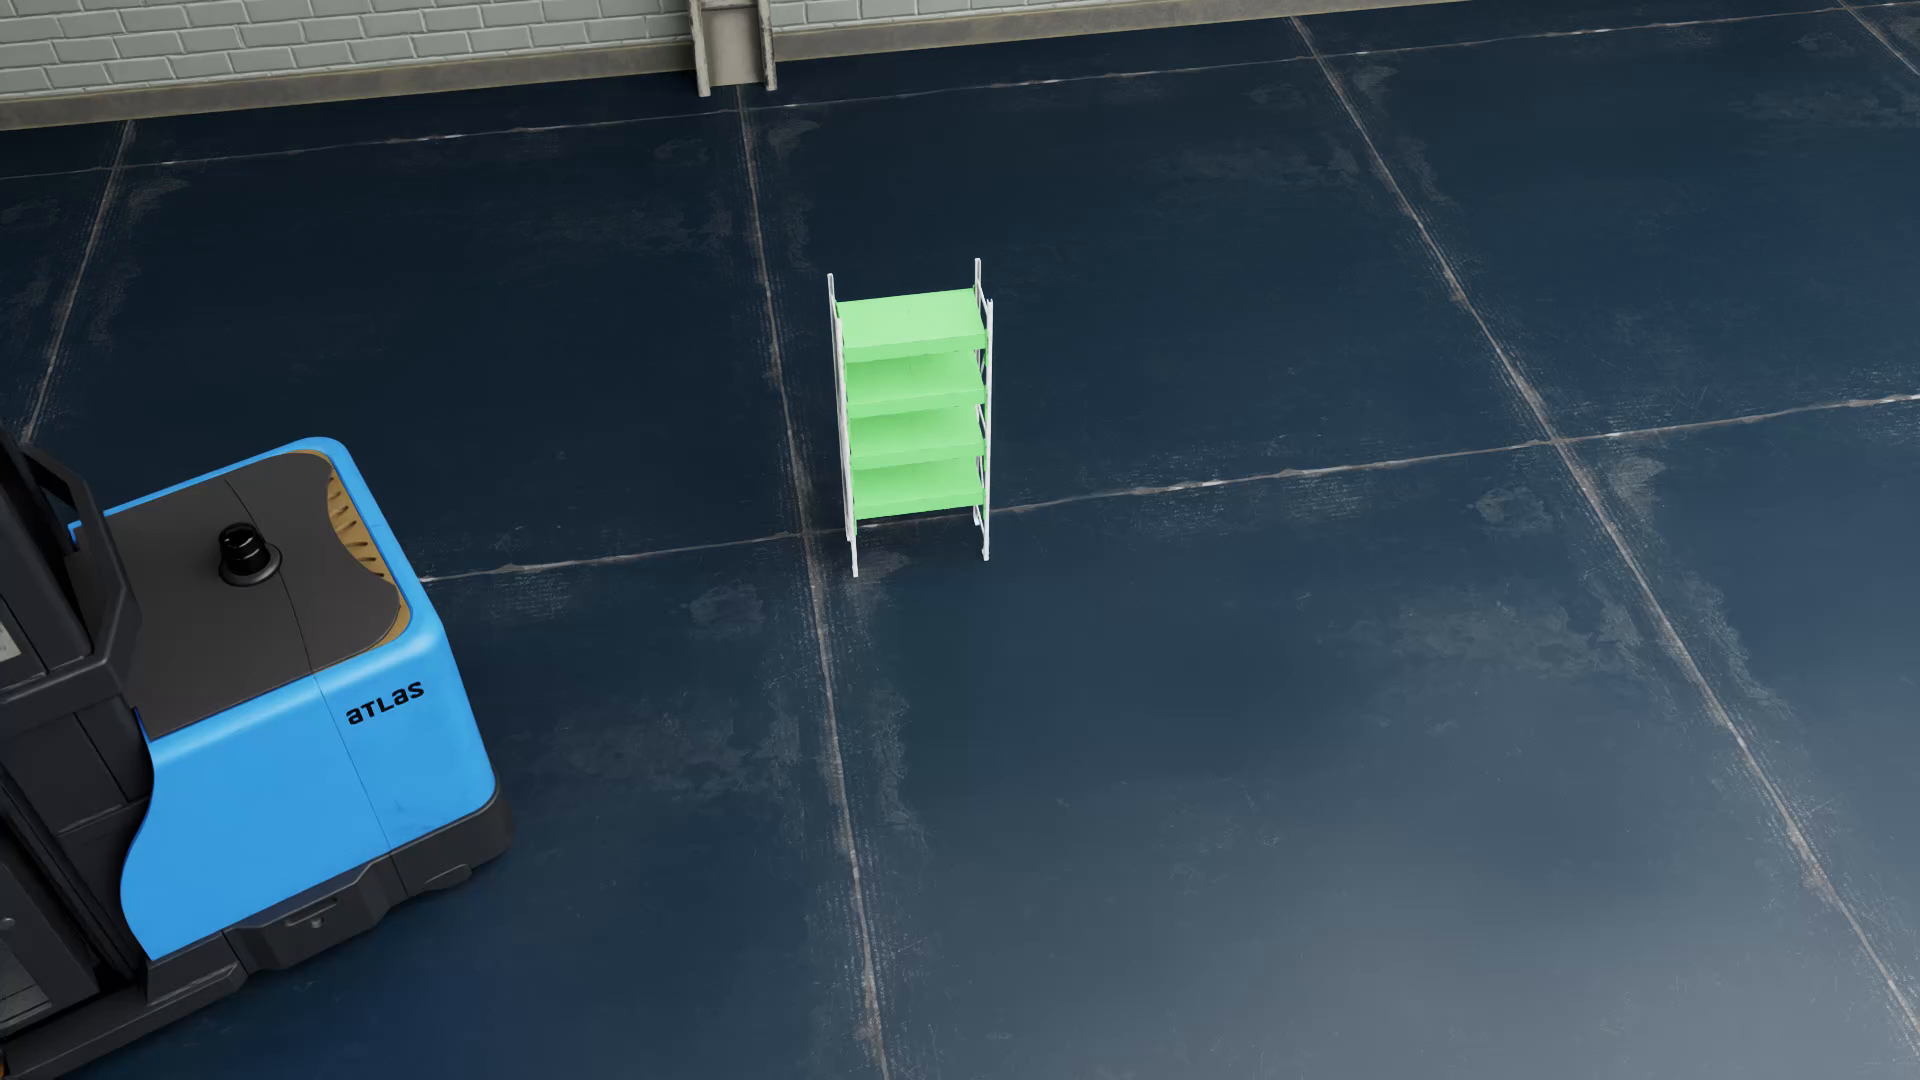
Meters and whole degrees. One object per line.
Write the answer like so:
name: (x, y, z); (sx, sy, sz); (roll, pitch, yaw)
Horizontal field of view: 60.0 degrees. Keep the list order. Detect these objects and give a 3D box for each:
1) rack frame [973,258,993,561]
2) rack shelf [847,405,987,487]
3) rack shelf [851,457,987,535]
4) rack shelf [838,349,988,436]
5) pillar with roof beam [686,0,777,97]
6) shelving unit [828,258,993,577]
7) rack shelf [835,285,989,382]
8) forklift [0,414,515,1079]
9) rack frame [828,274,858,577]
rack frame: (0.077, -0.426, 5.827); (0.015, 1.200, 0.240); (-7, 46, -7)
rack shelf: (-0.163, -0.352, 5.844); (0.480, 0.148, 0.258); (-7, 46, -7)
rack shelf: (-0.163, -0.185, 6.017); (0.480, 0.148, 0.258); (-7, 46, -7)
rack shelf: (-0.163, -0.518, 5.671); (0.480, 0.148, 0.258); (-7, 46, -7)
pillar with roof beam: (-0.416, -2.443, 2.354); (0.400, 9.000, 9.100); (-7, 46, -7)
shelving unit: (-0.163, -0.396, 5.798); (0.503, 1.200, 0.258); (-7, 46, -7)
rack shelf: (-0.163, -0.685, 5.499); (0.480, 0.148, 0.258); (-7, 46, -7)
forklift: (-2.928, 0.247, 3.977); (3.031, 2.935, 1.130); (-24, 51, -22)
rack frame: (-0.404, -0.366, 5.769); (0.015, 1.200, 0.240); (-7, 46, -7)
